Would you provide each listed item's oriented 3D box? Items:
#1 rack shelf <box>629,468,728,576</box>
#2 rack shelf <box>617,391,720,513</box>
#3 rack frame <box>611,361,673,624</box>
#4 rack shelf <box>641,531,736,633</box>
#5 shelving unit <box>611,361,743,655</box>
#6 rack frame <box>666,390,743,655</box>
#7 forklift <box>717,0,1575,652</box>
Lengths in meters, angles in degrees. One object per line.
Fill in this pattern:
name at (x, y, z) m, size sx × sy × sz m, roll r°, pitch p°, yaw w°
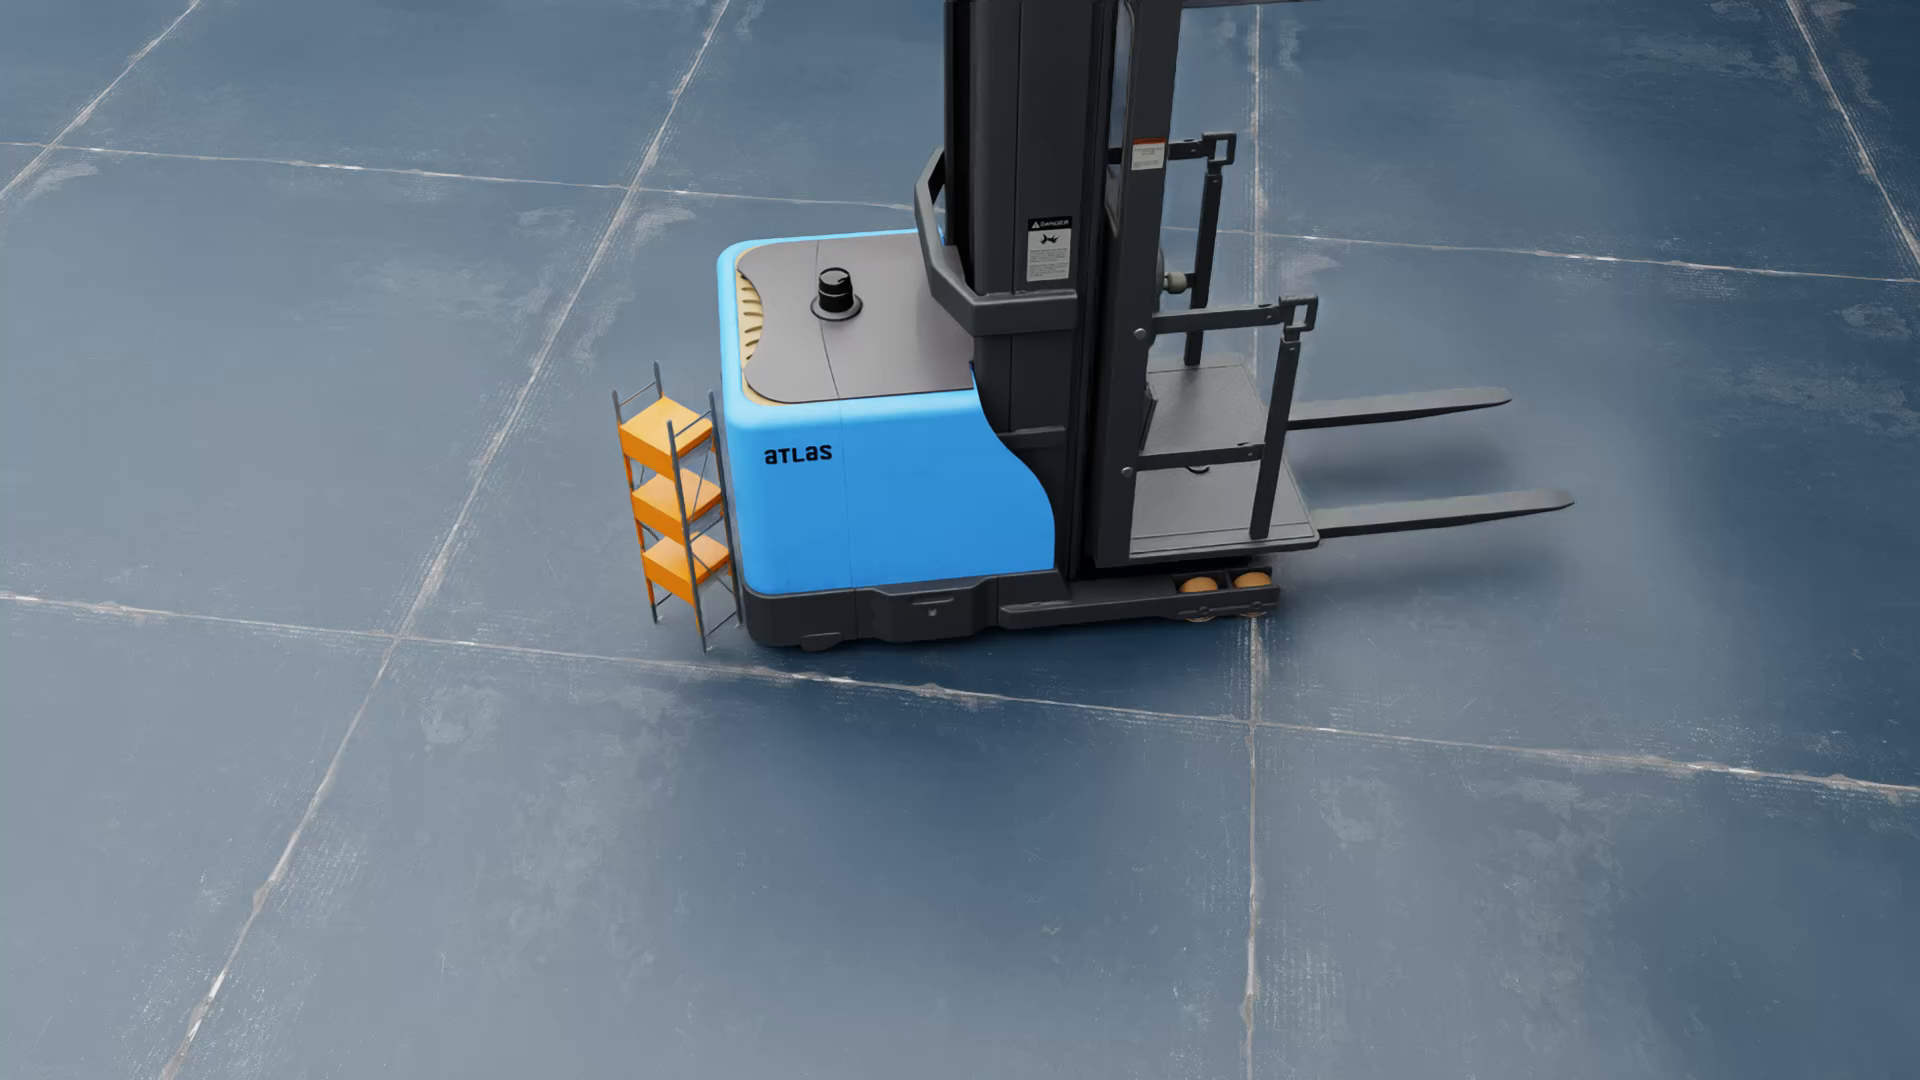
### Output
rack shelf at (-0.934, -0.078, 5.584) m, size 0.240 × 0.259 × 0.215 m, roll 28°, pitch 50°, yaw 27°
rack shelf at (-0.934, -0.285, 5.389) m, size 0.240 × 0.259 × 0.215 m, roll 28°, pitch 50°, yaw 27°
rack frame at (-1.031, -0.137, 5.631) m, size 0.008 × 1.050 × 0.200 m, roll 28°, pitch 50°, yaw 27°
rack shelf at (-0.934, 0.124, 5.774) m, size 0.240 × 0.259 × 0.215 m, roll 28°, pitch 50°, yaw 27°
shelving unit at (-0.934, -0.086, 5.577) m, size 0.252 × 1.050 × 0.215 m, roll 28°, pitch 50°, yaw 27°
rack frame at (-0.838, -0.035, 5.522) m, size 0.008 × 1.050 × 0.200 m, roll 28°, pitch 50°, yaw 27°
forklift at (0.702, -1.129, 5.310) m, size 3.031 × 2.935 × 1.130 m, roll -5°, pitch 44°, yaw -6°
